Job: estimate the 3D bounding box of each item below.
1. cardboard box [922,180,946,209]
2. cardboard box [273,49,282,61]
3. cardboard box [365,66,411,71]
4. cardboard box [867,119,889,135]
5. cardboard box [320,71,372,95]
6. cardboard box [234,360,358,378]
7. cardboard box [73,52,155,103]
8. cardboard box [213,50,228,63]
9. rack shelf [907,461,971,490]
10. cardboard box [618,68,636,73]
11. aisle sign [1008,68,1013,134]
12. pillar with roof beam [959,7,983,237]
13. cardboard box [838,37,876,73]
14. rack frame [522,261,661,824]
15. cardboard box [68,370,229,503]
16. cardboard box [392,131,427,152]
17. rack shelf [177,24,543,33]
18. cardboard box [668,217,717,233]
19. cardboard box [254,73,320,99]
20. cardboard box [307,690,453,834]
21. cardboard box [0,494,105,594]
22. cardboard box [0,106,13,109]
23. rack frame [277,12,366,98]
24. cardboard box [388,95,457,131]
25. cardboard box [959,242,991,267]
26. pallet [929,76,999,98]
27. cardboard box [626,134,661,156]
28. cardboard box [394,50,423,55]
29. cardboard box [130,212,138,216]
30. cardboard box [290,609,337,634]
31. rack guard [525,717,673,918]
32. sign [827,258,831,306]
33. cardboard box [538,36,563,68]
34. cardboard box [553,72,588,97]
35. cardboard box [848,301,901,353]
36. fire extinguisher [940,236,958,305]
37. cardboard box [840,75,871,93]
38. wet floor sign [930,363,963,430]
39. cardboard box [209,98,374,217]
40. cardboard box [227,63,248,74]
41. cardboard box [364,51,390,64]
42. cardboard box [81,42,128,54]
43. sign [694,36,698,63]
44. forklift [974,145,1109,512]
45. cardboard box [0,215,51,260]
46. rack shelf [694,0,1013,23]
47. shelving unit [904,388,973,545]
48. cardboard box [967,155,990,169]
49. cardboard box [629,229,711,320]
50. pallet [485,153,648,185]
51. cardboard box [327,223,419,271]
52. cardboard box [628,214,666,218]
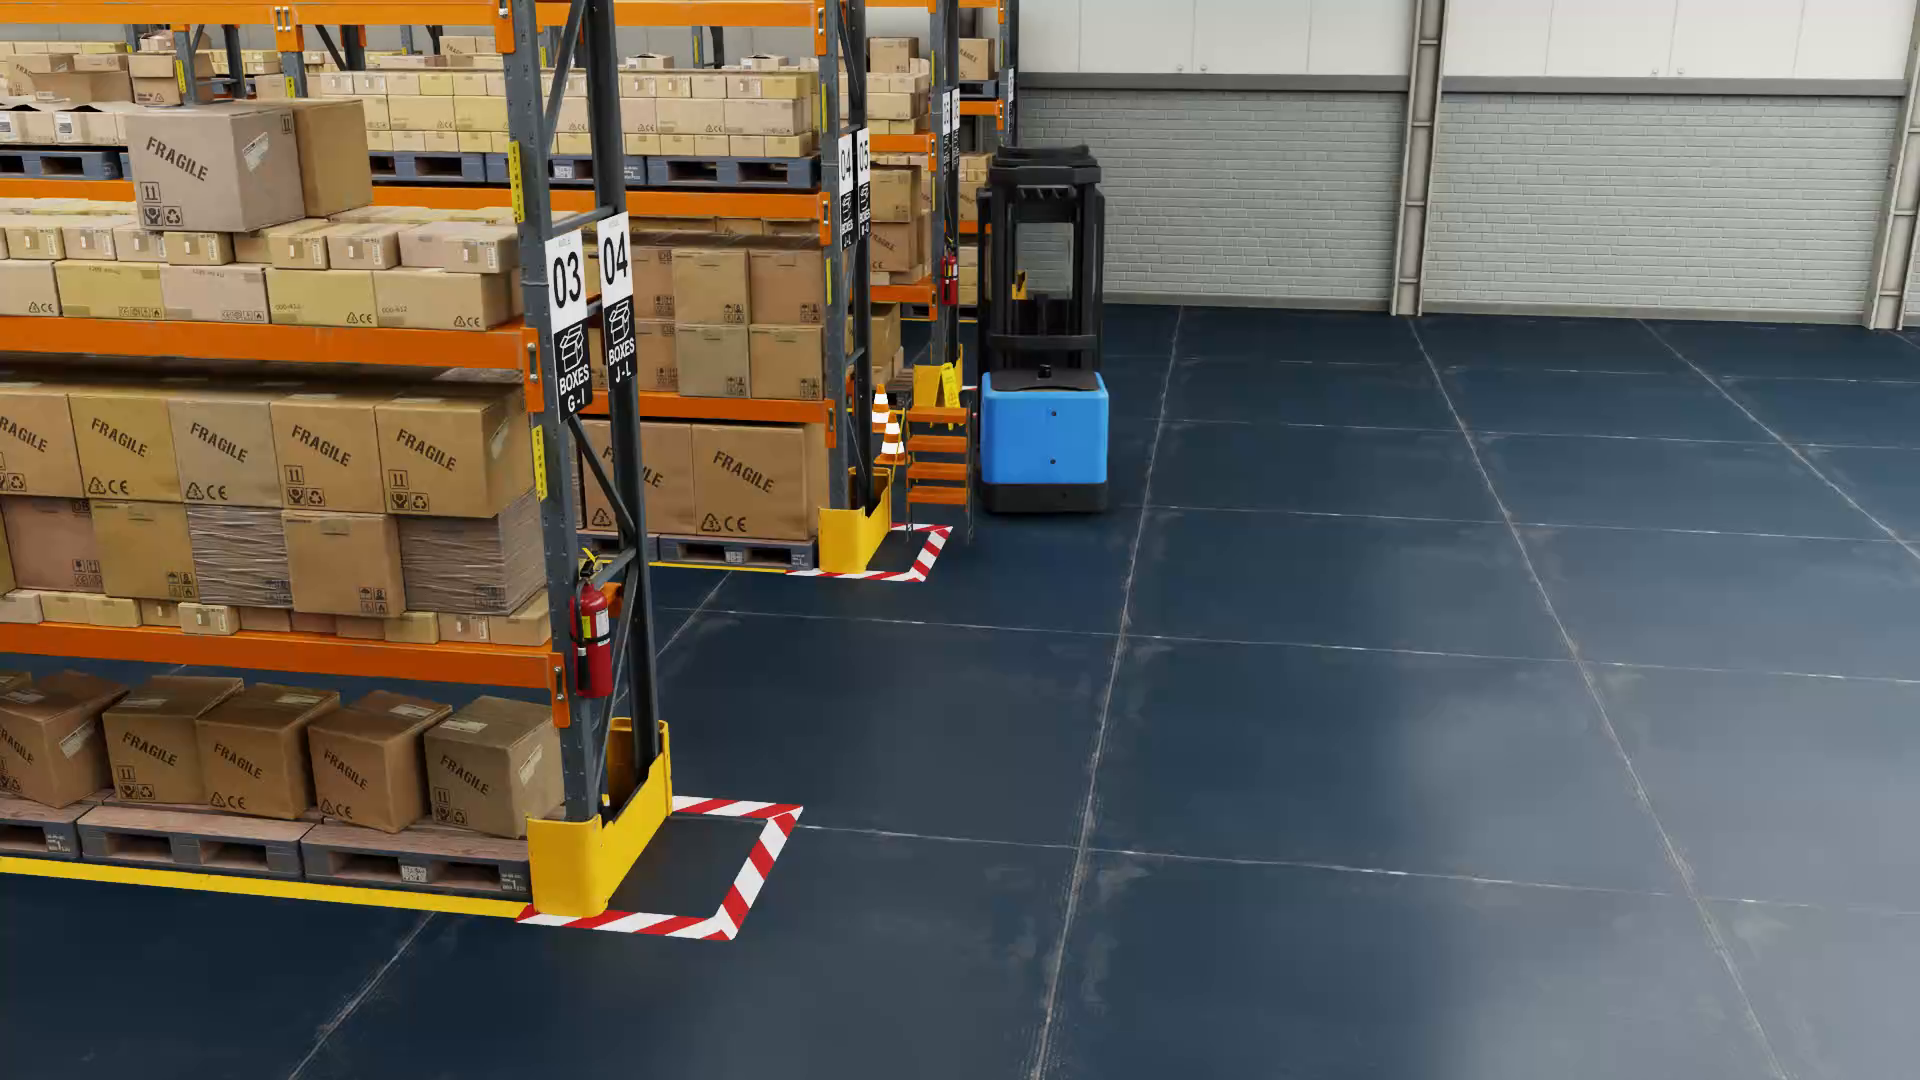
[{"bbox_3d":[-0.407,-4.486,21.824,0.500,0.500,0.500,4,19,10],"label":"cardboard box"},{"bbox_3d":[-9.376,-6.714,23.021,0.250,0.149,0.380,3,19,10],"label":"cardboard box"},{"bbox_3d":[-4.375,-3.566,12.827,0.250,0.149,0.380,3,19,8],"label":"cardboard box"},{"bbox_3d":[-0.800,-4.147,16.639,0.250,0.149,0.380,3,19,9],"label":"cardboard box"},{"bbox_3d":[-4.482,-3.360,12.210,0.250,0.149,0.380,3,19,9],"label":"cardboard box"},{"bbox_3d":[-3.210,-0.634,8.270,0.500,0.500,0.500,3,19,9],"label":"cardboard box"},{"bbox_3d":[-9.059,-4.973,17.893,0.500,0.500,0.700,2,19,6],"label":"cardboard box"},{"bbox_3d":[-9.953,-6.593,22.660,0.250,0.149,0.380,3,19,9],"label":"cardboard box"},{"bbox_3d":[-0.163,-0.514,13.159,0.480,0.148,0.258,3,19,9],"label":"rack shelf"},{"bbox_3d":[-2.624,-3.477,12.561,0.250,0.149,0.380,3,19,9],"label":"cardboard box"},{"bbox_3d":[0.650,-5.604,21.228,0.004,0.787,0.394,3,19,9],"label":"aisle sign"},{"bbox_3d":[-0.596,-6.280,17.891,0.400,9.000,9.100,3,19,9],"label":"pillar with roof beam"},{"bbox_3d":[-1.411,-6.255,21.560,0.637,0.503,0.797,4,19,10],"label":"cardboard box"},{"bbox_3d":[-1.724,0.193,7.998,0.127,3.000,1.000,3,19,9],"label":"rack frame"},{"bbox_3d":[-3.787,-0.497,7.858,0.500,0.500,0.500,3,19,9],"label":"cardboard box"},{"bbox_3d":[-3.979,-2.956,12.261,0.250,0.149,0.380,3,19,9],"label":"cardboard box"},{"bbox_3d":[-6.076,-5.528,17.405,4.000,0.370,1.077,3,19,9],"label":"rack shelf"},{"bbox_3d":[-2.718,-3.144,17.347,0.500,0.500,0.500,3,19,8],"label":"cardboard box"},{"bbox_3d":[-7.117,-4.733,17.837,0.500,0.500,0.700,3,19,9],"label":"cardboard box"},{"bbox_3d":[-2.934,1.124,8.496,0.500,0.500,0.500,8,20,23],"label":"cardboard box"},{"bbox_3d":[-4.241,-0.125,8.322,0.500,0.500,0.875,3,19,9],"label":"cardboard box"},{"bbox_3d":[-7.562,-3.226,12.905,0.500,0.250,0.500,3,19,10],"label":"cardboard box"},{"bbox_3d":[-4.787,-4.402,12.277,0.127,3.000,1.000,3,19,9],"label":"rack frame"},{"bbox_3d":[-3.850,-3.159,12.237,0.500,0.250,0.500,3,19,8],"label":"cardboard box"},{"bbox_3d":[0.127,-3.761,21.913,0.500,0.250,0.500,4,19,10],"label":"cardboard box"},{"bbox_3d":[-0.063,-5.891,21.594,1.213,0.211,1.003,3,19,9],"label":"pallet"},{"bbox_3d":[-2.225,-2.867,11.994,0.250,0.149,0.380,3,19,8],"label":"cardboard box"},{"bbox_3d":[-7.587,-6.656,22.880,0.250,0.149,0.380,2,19,7],"label":"cardboard box"},{"bbox_3d":[-3.753,-1.517,7.989,0.250,0.149,0.380,2,19,7],"label":"cardboard box"},{"bbox_3d":[-3.025,0.311,8.044,0.250,0.149,0.380,3,19,9],"label":"cardboard box"},{"bbox_3d":[-1.799,1.375,8.406,0.348,0.500,1.175,3,19,9],"label":"rack guard"},{"bbox_3d":[-0.937,-1.848,11.900,0.005,0.325,0.100,3,19,9],"label":"sign"},{"bbox_3d":[-5.586,-6.422,22.064,0.500,0.500,0.500,3,19,10],"label":"cardboard box"},{"bbox_3d":[-2.730,-3.271,11.944,0.250,0.149,0.380,3,19,9],"label":"cardboard box"},{"bbox_3d":[-0.928,-2.290,17.911,0.500,0.500,0.500,2,19,7],"label":"cardboard box"},{"bbox_3d":[-0.112,-2.725,16.841,0.183,0.674,0.296,3,19,9],"label":"fire extinguisher"},{"bbox_3d":[-1.036,-4.550,16.585,0.250,0.149,0.380,3,19,8],"label":"cardboard box"},{"bbox_3d":[-0.134,-1.450,16.620,0.232,0.644,0.267,10,21,27],"label":"wet floor sign"},{"bbox_3d":[-3.147,-1.814,7.856,0.500,0.500,0.500,3,19,8],"label":"cardboard box"},{"bbox_3d":[-9.727,-6.415,22.596,0.250,0.149,0.380,3,19,10],"label":"cardboard box"},{"bbox_3d":[-7.897,-6.522,22.479,0.250,0.149,0.380,2,19,7],"label":"cardboard box"},{"bbox_3d":[-11.753,-6.750,23.002,0.500,0.250,0.500,3,19,9],"label":"cardboard box"},{"bbox_3d":[-3.394,-6.314,21.409,0.005,0.325,0.100,3,19,9],"label":"sign"},{"bbox_3d":[0.693,-2.037,14.772,1.130,2.935,3.031,0,19,-1],"label":"forklift"},{"bbox_3d":[-4.365,-1.384,7.592,0.250,0.149,0.380,3,19,8],"label":"cardboard box"},{"bbox_3d":[-1.343,-6.881,21.452,4.000,0.370,1.077,3,19,9],"label":"rack shelf"},{"bbox_3d":[-0.163,-0.577,13.138,0.503,1.200,0.258,3,19,9],"label":"shelving unit"},{"bbox_3d":[0.244,-4.915,21.616,0.250,0.149,0.380,3,19,9],"label":"cardboard box"},{"bbox_3d":[-2.287,-2.039,12.732,0.550,0.550,0.875,3,19,9],"label":"cardboard box"},{"bbox_3d":[-2.780,-2.831,12.448,1.213,0.211,1.003,3,19,9],"label":"pallet"},{"bbox_3d":[-2.574,-1.293,7.320,0.250,0.149,0.380,2,19,6],"label":"cardboard box"},{"bbox_3d":[-3.201,-3.653,17.290,0.500,0.500,0.700,3,19,9],"label":"cardboard box"}]
